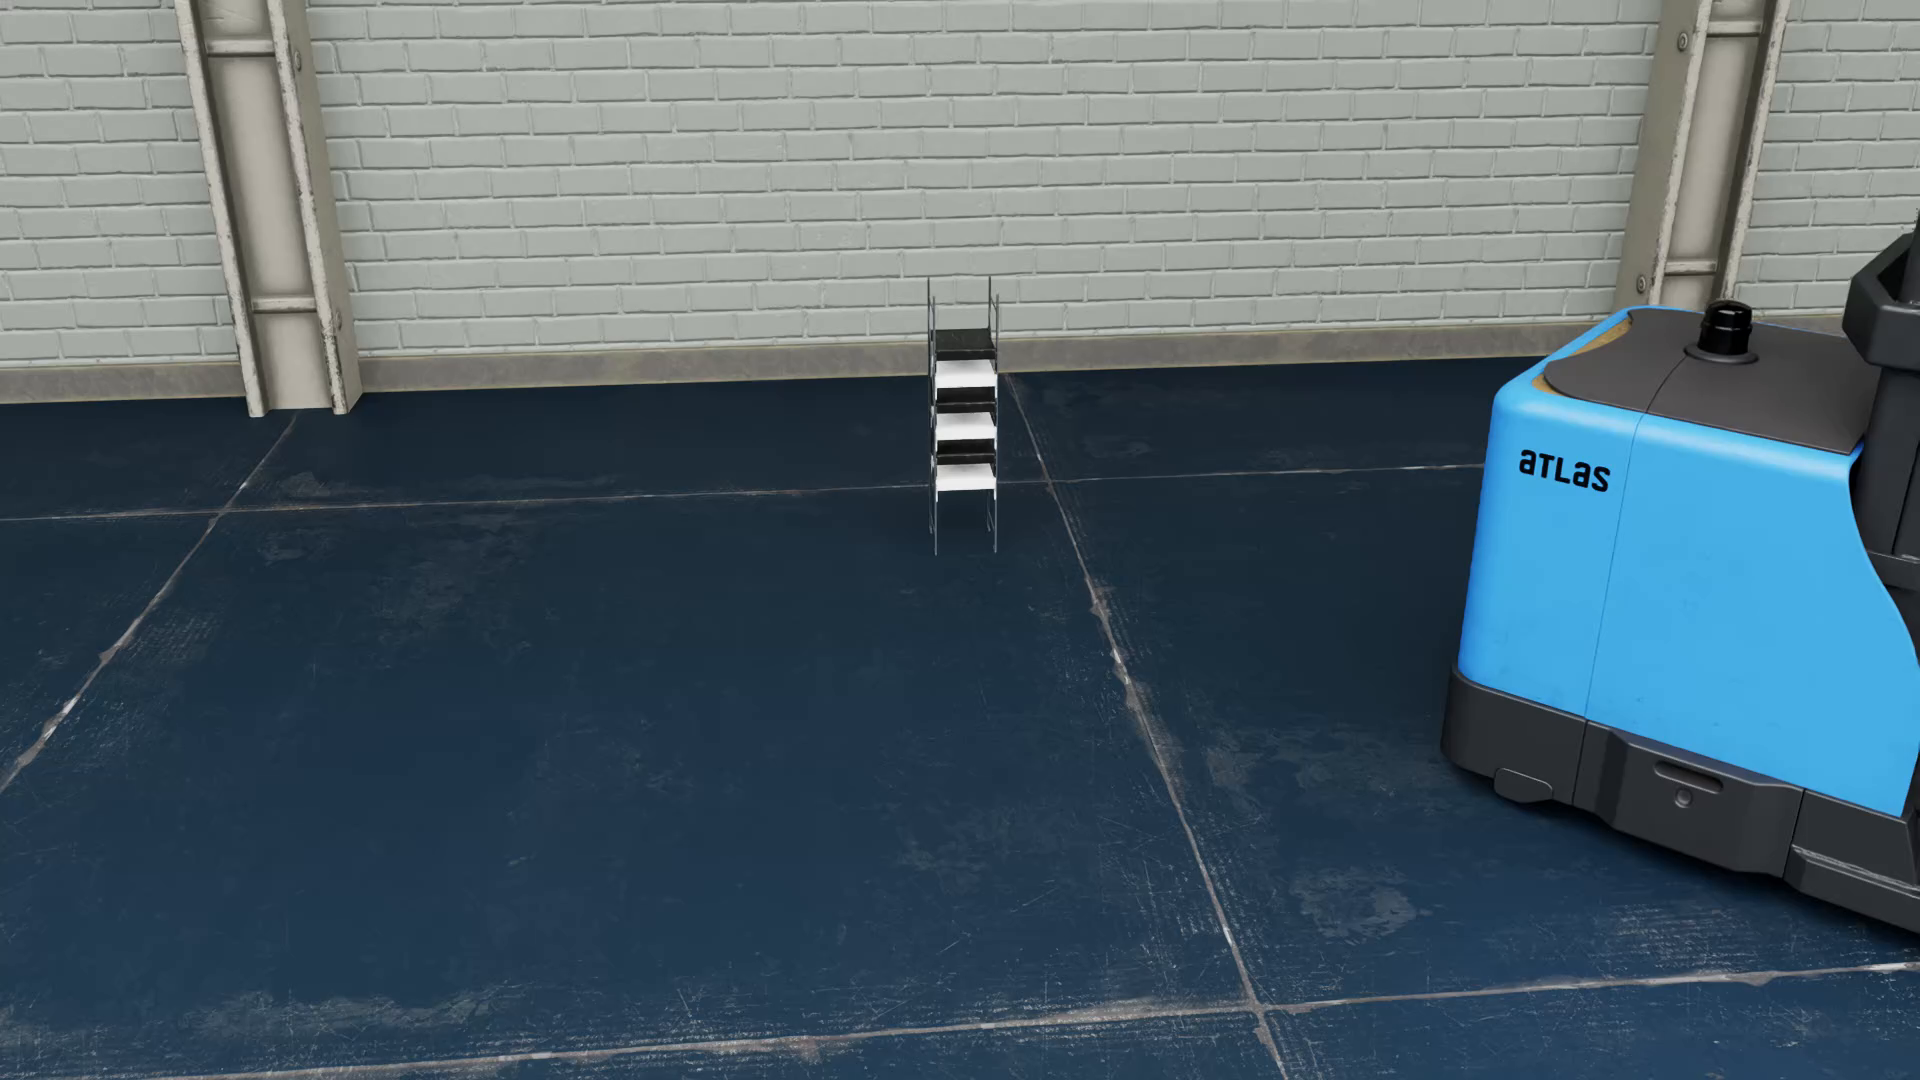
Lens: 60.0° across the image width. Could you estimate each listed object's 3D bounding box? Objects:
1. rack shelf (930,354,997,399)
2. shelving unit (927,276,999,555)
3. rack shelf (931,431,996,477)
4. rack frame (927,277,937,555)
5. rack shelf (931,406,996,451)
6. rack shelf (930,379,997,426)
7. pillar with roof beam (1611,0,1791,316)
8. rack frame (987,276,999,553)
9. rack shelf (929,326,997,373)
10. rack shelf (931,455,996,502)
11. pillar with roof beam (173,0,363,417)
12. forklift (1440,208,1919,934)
[{"bbox_3d":[0.008,-0.546,5.508,0.200,0.077,0.258,-2,24,-5],"label":"rack shelf"},{"bbox_3d":[0.008,-0.412,5.568,0.210,0.900,0.258,-2,24,-5],"label":"shelving unit"},{"bbox_3d":[0.008,-0.299,5.618,0.200,0.077,0.258,-2,24,-5],"label":"rack shelf"},{"bbox_3d":[-0.093,-0.407,5.559,0.006,0.900,0.240,-2,24,-5],"label":"rack frame"},{"bbox_3d":[0.008,-0.381,5.581,0.200,0.077,0.258,-2,24,-5],"label":"rack shelf"},{"bbox_3d":[0.008,-0.463,5.545,0.200,0.077,0.258,-2,24,-5],"label":"rack shelf"},{"bbox_3d":[3.627,-3.192,1.852,0.400,9.000,9.100,-2,24,-5],"label":"pillar with roof beam"},{"bbox_3d":[0.109,-0.416,5.577,0.006,0.900,0.240,-2,24,-5],"label":"rack frame"},{"bbox_3d":[0.008,-0.628,5.472,0.200,0.077,0.258,-2,24,-5],"label":"rack shelf"},{"bbox_3d":[0.008,-0.217,5.655,0.200,0.077,0.258,-2,24,-5],"label":"rack shelf"},{"bbox_3d":[-2.344,-2.953,1.313,0.400,9.000,9.100,-2,24,-5],"label":"pillar with roof beam"},{"bbox_3d":[2.721,-0.497,3.258,3.031,2.935,1.130,18,30,35],"label":"forklift"}]
